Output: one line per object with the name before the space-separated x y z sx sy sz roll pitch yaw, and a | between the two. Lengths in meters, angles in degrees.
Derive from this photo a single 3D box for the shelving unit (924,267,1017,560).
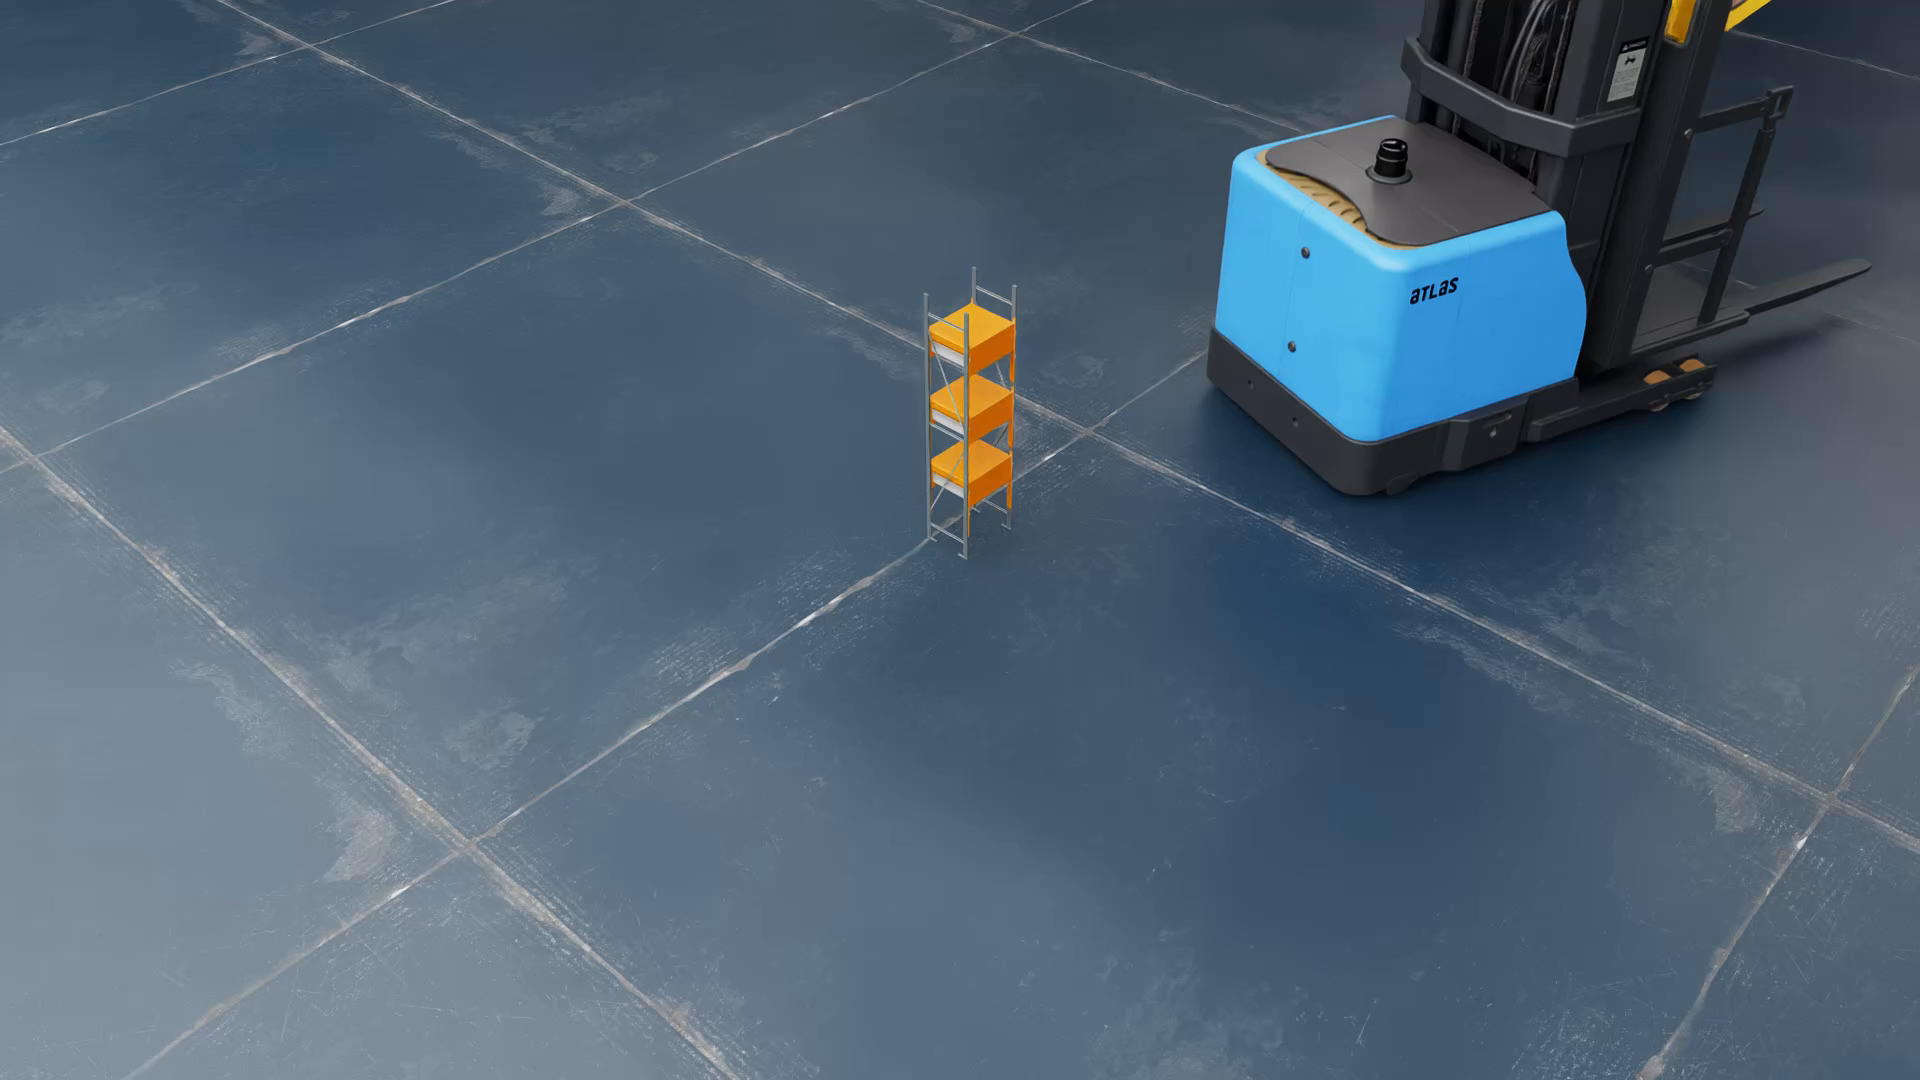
shelving unit | 0.036 -0.436 5.954 0.215 1.050 0.252 30 47 32

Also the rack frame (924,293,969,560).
rack frame | -0.046 -0.379 5.884 0.200 1.050 0.008 30 47 32

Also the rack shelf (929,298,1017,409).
rack shelf | 0.036 -0.649 5.784 0.215 0.259 0.240 30 47 32

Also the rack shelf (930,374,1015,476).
rack shelf | 0.036 -0.427 5.961 0.215 0.259 0.240 30 47 32

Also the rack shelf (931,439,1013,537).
rack shelf | 0.036 -0.210 6.134 0.215 0.259 0.240 30 47 32

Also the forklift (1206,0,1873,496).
forklift | 2.588 -1.958 6.357 3.031 2.935 1.130 -18 42 -21

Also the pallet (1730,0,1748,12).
pallet | 4.389 -3.552 10.548 1.003 0.211 1.213 30 47 32

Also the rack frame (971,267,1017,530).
rack frame | 0.118 -0.492 6.025 0.200 1.050 0.008 30 47 32

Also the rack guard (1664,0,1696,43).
rack guard | 3.815 -3.307 10.007 1.175 0.500 0.348 30 47 32
